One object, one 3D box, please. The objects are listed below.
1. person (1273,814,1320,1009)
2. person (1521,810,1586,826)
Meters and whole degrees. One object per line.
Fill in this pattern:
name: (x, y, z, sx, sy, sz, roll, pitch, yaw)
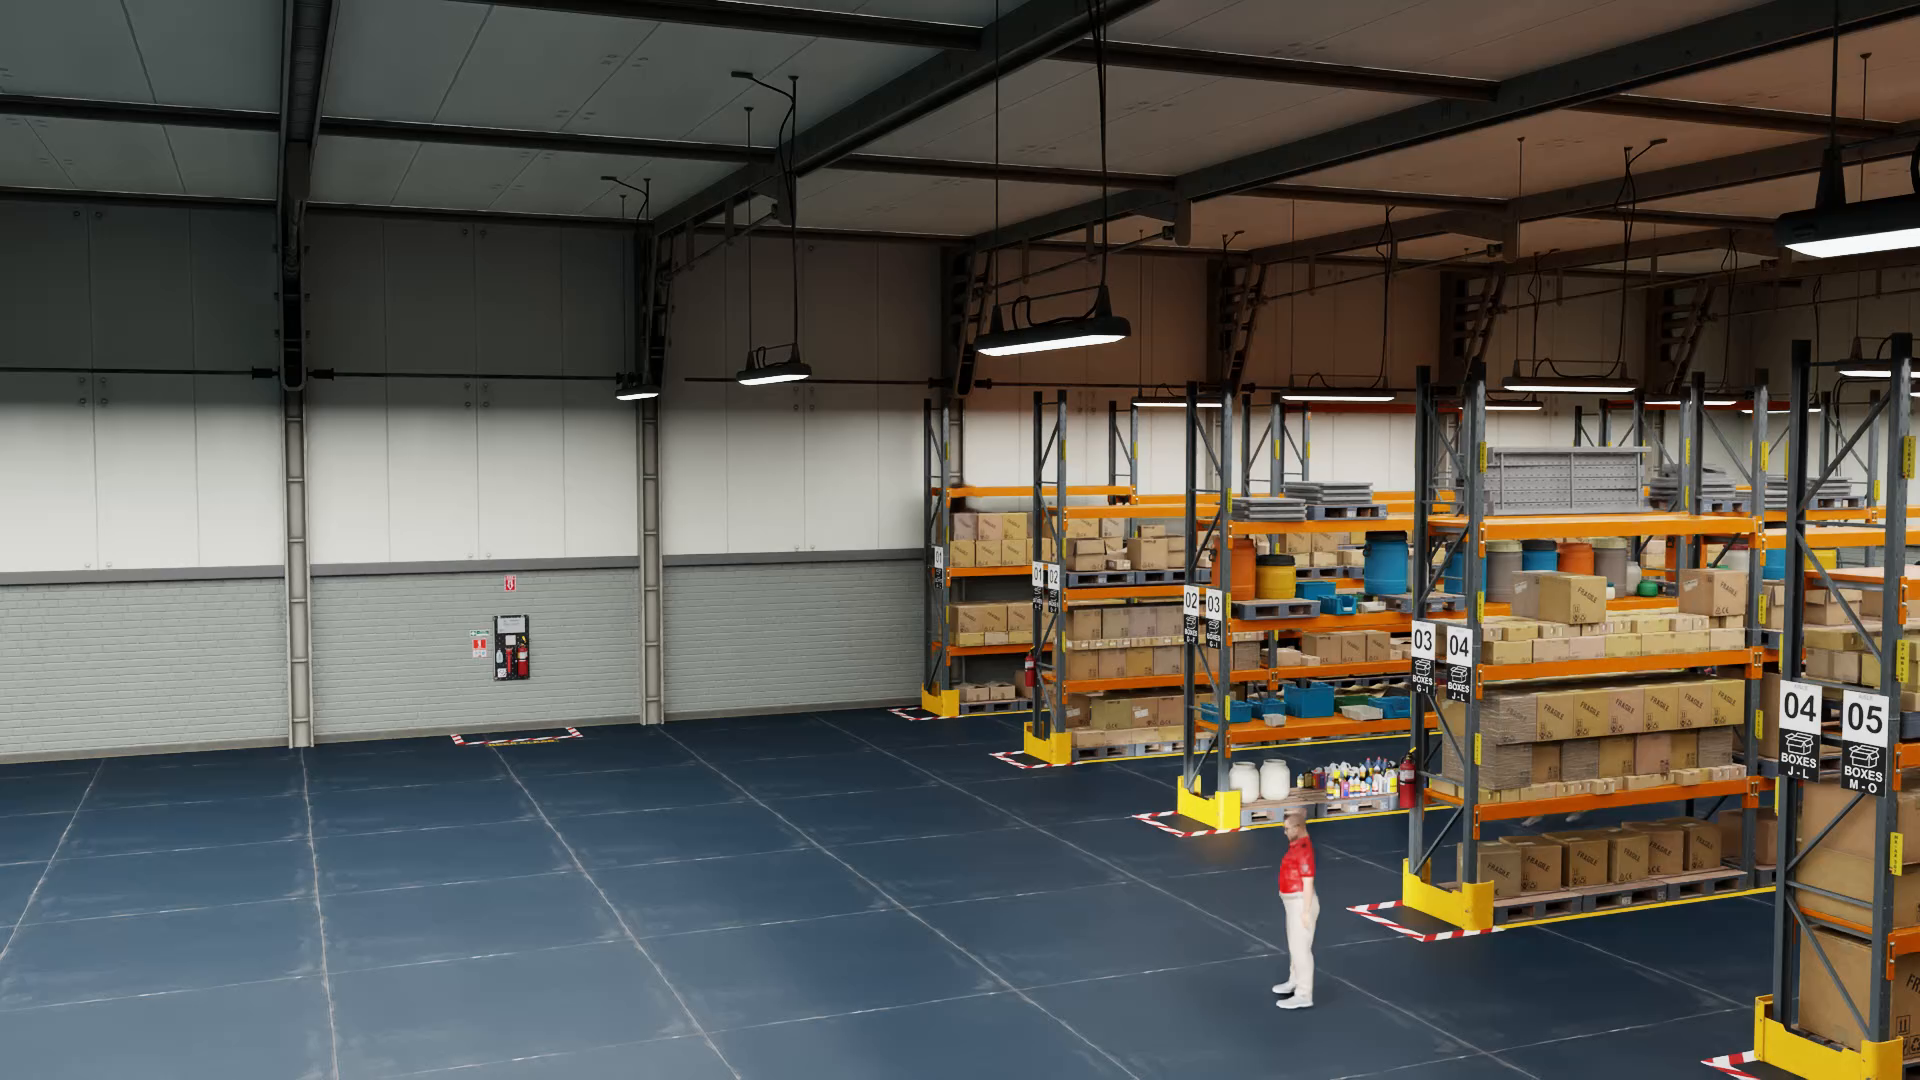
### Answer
person: (3.112, 3.392, 15.376, 0.407, 1.727, 0.629, 1, 3, 8)
person: (8.039, 2.974, 22.297, 0.844, 1.807, 0.559, -1, 4, -18)
